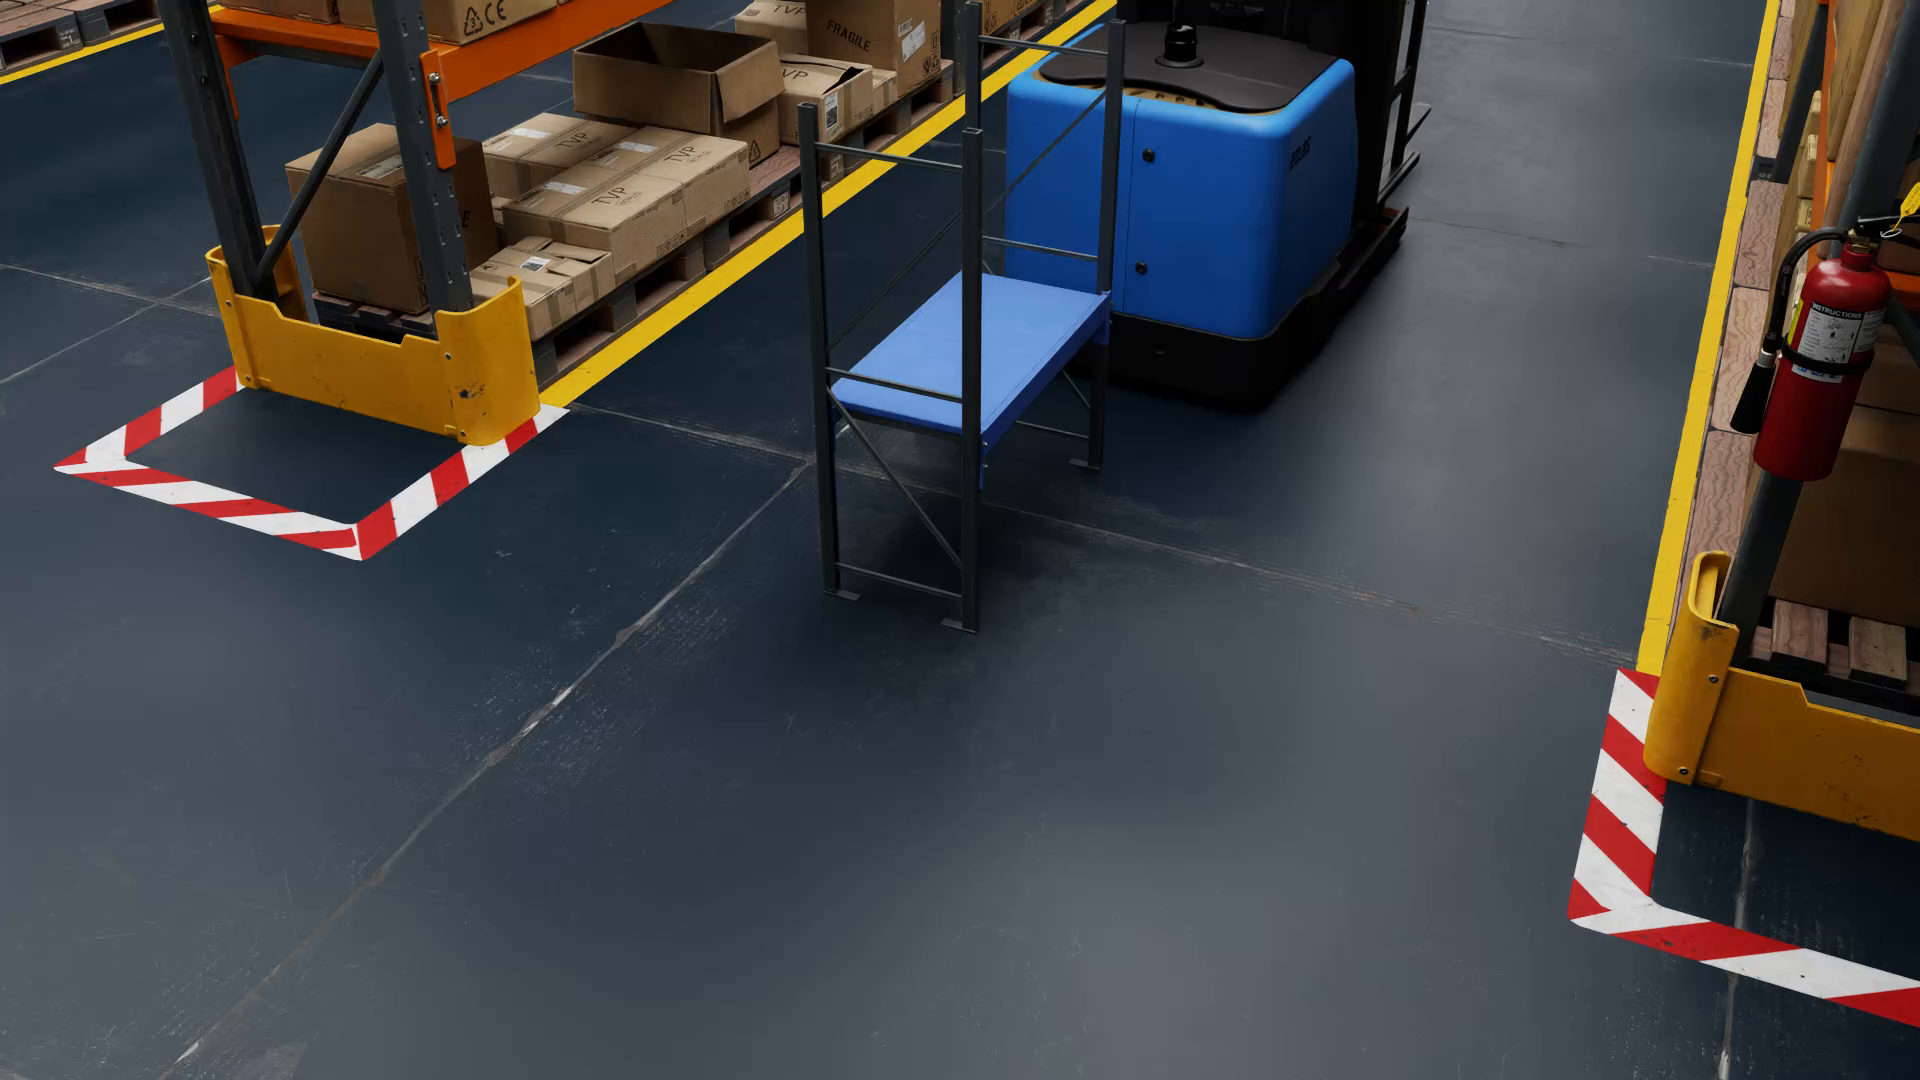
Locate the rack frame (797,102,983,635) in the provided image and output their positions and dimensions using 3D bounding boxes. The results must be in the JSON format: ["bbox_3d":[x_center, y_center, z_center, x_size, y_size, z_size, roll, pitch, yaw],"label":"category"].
[{"bbox_3d":[-0.177,-0.417,4.517,0.500,1.500,0.032,14,36,20],"label":"rack frame"}]

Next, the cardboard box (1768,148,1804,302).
[{"bbox_3d":[3.438,-1.137,6.146,0.700,0.500,0.500,14,36,20],"label":"cardboard box"}]

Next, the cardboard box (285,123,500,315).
[{"bbox_3d":[-2.113,-1.214,6.244,0.500,0.500,0.500,14,36,20],"label":"cardboard box"}]

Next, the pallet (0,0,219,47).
[{"bbox_3d":[-5.213,-3.337,10.147,1.003,0.211,1.213,14,36,20],"label":"pallet"}]

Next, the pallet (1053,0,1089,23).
[{"bbox_3d":[0.372,-3.597,10.544,1.003,0.211,1.213,14,36,20],"label":"pallet"}]

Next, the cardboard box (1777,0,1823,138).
[{"bbox_3d":[4.211,-2.236,7.501,0.750,0.750,0.750,15,36,21],"label":"cardboard box"}]

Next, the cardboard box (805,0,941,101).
[{"bbox_3d":[-0.424,-2.530,8.251,0.500,0.500,0.500,14,36,20],"label":"cardboard box"}]

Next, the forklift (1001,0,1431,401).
[{"bbox_3d":[1.279,-2.502,6.392,1.130,2.935,3.031,16,37,23],"label":"forklift"}]

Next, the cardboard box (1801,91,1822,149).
[{"bbox_3d":[3.342,-1.529,6.152,0.380,0.149,0.250,15,36,22],"label":"cardboard box"}]

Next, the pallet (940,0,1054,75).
[{"bbox_3d":[-0.138,-2.988,9.614,1.003,0.211,1.213,14,36,20],"label":"pallet"}]

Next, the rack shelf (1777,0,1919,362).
[{"bbox_3d":[3.221,-1.309,5.166,1.077,0.370,4.000,14,36,20],"label":"rack shelf"}]

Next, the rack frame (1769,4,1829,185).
[{"bbox_3d":[4.057,-2.605,6.488,1.000,3.000,0.127,14,36,20],"label":"rack frame"}]

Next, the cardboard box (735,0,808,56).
[{"bbox_3d":[-0.816,-2.640,8.592,0.500,0.311,0.500,14,36,20],"label":"cardboard box"}]

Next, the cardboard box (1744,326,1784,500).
[{"bbox_3d":[2.795,-0.364,4.967,0.700,0.500,0.500,14,36,20],"label":"cardboard box"}]

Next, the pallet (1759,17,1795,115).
[{"bbox_3d":[4.821,-2.451,8.795,1.003,0.211,1.213,14,36,20],"label":"pallet"}]

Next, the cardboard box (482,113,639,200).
[{"bbox_3d":[-1.689,-1.576,7.024,0.500,0.250,0.500,14,36,20],"label":"cardboard box"}]

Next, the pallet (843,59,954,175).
[{"bbox_3d":[-0.732,-2.232,8.462,1.003,0.211,1.213,14,36,20],"label":"pallet"}]

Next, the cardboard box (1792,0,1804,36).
[{"bbox_3d":[4.932,-3.103,8.825,0.750,0.750,0.750,14,36,20],"label":"cardboard box"}]

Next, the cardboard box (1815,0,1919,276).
[{"bbox_3d":[2.588,-0.995,3.758,0.980,0.700,0.700,16,36,23],"label":"cardboard box"}]

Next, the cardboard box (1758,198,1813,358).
[{"bbox_3d":[3.221,-0.882,5.757,0.700,0.500,0.500,15,36,22],"label":"cardboard box"}]

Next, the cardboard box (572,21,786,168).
[{"bbox_3d":[-1.225,-1.943,7.353,0.797,0.503,0.637,14,36,20],"label":"cardboard box"}]

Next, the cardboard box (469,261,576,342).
[{"bbox_3d":[-1.630,-0.869,6.039,0.380,0.149,0.250,14,36,20],"label":"cardboard box"}]

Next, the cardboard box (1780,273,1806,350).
[{"bbox_3d":[2.580,-0.620,4.765,0.380,0.149,0.250,15,36,22],"label":"cardboard box"}]

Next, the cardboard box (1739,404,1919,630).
[{"bbox_3d":[2.586,-0.115,4.587,0.700,0.500,0.500,14,36,20],"label":"cardboard box"}]

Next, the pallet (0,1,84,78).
[{"bbox_3d":[-5.722,-2.727,9.217,1.003,0.211,1.213,14,36,20],"label":"pallet"}]

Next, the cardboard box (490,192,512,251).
[{"bbox_3d":[-1.862,-1.255,6.612,0.380,0.166,0.250,14,36,20],"label":"cardboard box"}]

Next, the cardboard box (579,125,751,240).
[{"bbox_3d":[-1.214,-1.486,6.887,0.500,0.250,0.500,14,36,20],"label":"cardboard box"}]

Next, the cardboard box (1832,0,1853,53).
[{"bbox_3d":[3.210,-1.738,4.891,0.980,0.700,0.700,12,35,18],"label":"cardboard box"}]

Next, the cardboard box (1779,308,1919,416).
[{"bbox_3d":[2.474,-0.492,4.570,0.380,0.149,0.250,14,36,20],"label":"cardboard box"}]

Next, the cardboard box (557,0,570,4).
[{"bbox_3d":[-1.481,-2.208,5.791,0.500,0.500,0.500,14,36,20],"label":"cardboard box"}]

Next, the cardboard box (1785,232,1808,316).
[{"bbox_3d":[3.005,-0.615,5.349,0.700,0.500,0.500,13,35,19],"label":"cardboard box"}]

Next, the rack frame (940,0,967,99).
[{"bbox_3d":[-0.444,-3.740,8.218,1.000,3.000,0.127,14,36,20],"label":"rack frame"}]

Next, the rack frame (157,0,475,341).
[{"bbox_3d":[-2.117,-1.748,5.180,1.000,3.000,0.127,14,36,20],"label":"rack frame"}]

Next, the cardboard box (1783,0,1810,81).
[{"bbox_3d":[4.580,-2.679,8.178,0.750,0.750,0.750,15,36,22],"label":"cardboard box"}]

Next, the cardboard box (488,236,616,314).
[{"bbox_3d":[-1.525,-1.001,6.224,0.380,0.166,0.250,14,36,20],"label":"cardboard box"}]

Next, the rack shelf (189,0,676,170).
[{"bbox_3d":[-1.280,-2.443,6.896,1.077,0.370,4.000,14,36,20],"label":"rack shelf"}]

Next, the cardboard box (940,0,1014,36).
[{"bbox_3d":[-0.020,-3.064,9.065,0.500,0.500,0.500,13,35,18],"label":"cardboard box"}]

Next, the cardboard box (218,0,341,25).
[{"bbox_3d":[-2.177,-2.075,5.588,0.500,0.500,0.500,15,36,22],"label":"cardboard box"}]

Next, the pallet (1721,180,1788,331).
[{"bbox_3d":[3.668,-1.079,6.702,1.003,0.211,1.213,14,36,20],"label":"pallet"}]

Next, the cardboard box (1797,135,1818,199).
[{"bbox_3d":[3.124,-1.269,5.755,0.380,0.149,0.250,13,35,19],"label":"cardboard box"}]

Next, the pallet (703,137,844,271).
[{"bbox_3d":[-1.241,-1.622,7.532,1.003,0.211,1.213,14,36,20],"label":"pallet"}]

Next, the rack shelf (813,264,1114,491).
[{"bbox_3d":[0.036,-0.519,5.002,0.538,0.185,1.000,14,36,20],"label":"rack shelf"}]

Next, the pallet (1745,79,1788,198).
[{"bbox_3d":[4.312,-1.841,7.865,1.003,0.211,1.213,14,36,20],"label":"pallet"}]

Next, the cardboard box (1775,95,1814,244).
[{"bbox_3d":[3.651,-1.387,6.526,0.700,0.500,0.500,15,36,21],"label":"cardboard box"}]

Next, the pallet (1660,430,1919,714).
[{"bbox_3d":[2.647,0.137,4.849,1.003,0.211,1.213,14,36,20],"label":"pallet"}]

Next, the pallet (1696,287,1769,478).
[{"bbox_3d":[3.159,-0.469,5.772,1.003,0.211,1.213,14,36,20],"label":"pallet"}]

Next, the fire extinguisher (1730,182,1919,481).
[{"bbox_3d":[1.902,-0.456,3.620,0.296,0.674,0.183,14,36,20],"label":"fire extinguisher"}]

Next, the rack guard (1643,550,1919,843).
[{"bbox_3d":[2.374,0.444,4.117,1.175,0.500,0.348,14,36,20],"label":"rack guard"}]

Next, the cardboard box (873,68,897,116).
[{"bbox_3d":[-0.527,-2.182,8.042,0.380,0.149,0.250,14,36,20],"label":"cardboard box"}]

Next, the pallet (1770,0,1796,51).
[{"bbox_3d":[5.333,-3.056,9.718,1.003,0.211,1.213,14,36,20],"label":"pallet"}]

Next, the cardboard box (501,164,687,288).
[{"bbox_3d":[-1.423,-1.237,6.507,0.500,0.250,0.500,14,36,20],"label":"cardboard box"}]

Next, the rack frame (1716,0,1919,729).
[{"bbox_3d":[2.384,-0.613,3.450,1.000,3.000,0.127,14,36,20],"label":"rack frame"}]

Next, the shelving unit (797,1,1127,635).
[{"bbox_3d":[0.036,-0.670,4.904,0.538,1.500,1.048,14,36,20],"label":"shelving unit"}]

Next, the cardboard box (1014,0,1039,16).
[{"bbox_3d":[0.193,-3.332,9.474,0.500,0.500,0.500,15,36,21],"label":"cardboard box"}]

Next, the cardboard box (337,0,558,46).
[{"bbox_3d":[-1.692,-1.950,5.397,0.500,0.500,0.500,15,36,21],"label":"cardboard box"}]

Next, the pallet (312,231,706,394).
[{"bbox_3d":[-1.753,-1.017,6.608,1.003,0.211,1.213,14,36,20],"label":"pallet"}]

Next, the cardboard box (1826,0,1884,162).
[{"bbox_3d":[2.882,-1.360,4.315,0.980,0.700,0.700,14,36,20],"label":"cardboard box"}]

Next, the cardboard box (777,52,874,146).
[{"bbox_3d":[-0.738,-2.077,7.733,0.500,0.311,0.500,14,36,20],"label":"cardboard box"}]

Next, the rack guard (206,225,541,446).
[{"bbox_3d":[-2.085,-0.740,5.923,1.175,0.500,0.348,14,36,20],"label":"rack guard"}]

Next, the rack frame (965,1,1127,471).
[{"bbox_3d":[0.248,-0.923,5.290,0.500,1.500,0.032,14,36,20],"label":"rack frame"}]
